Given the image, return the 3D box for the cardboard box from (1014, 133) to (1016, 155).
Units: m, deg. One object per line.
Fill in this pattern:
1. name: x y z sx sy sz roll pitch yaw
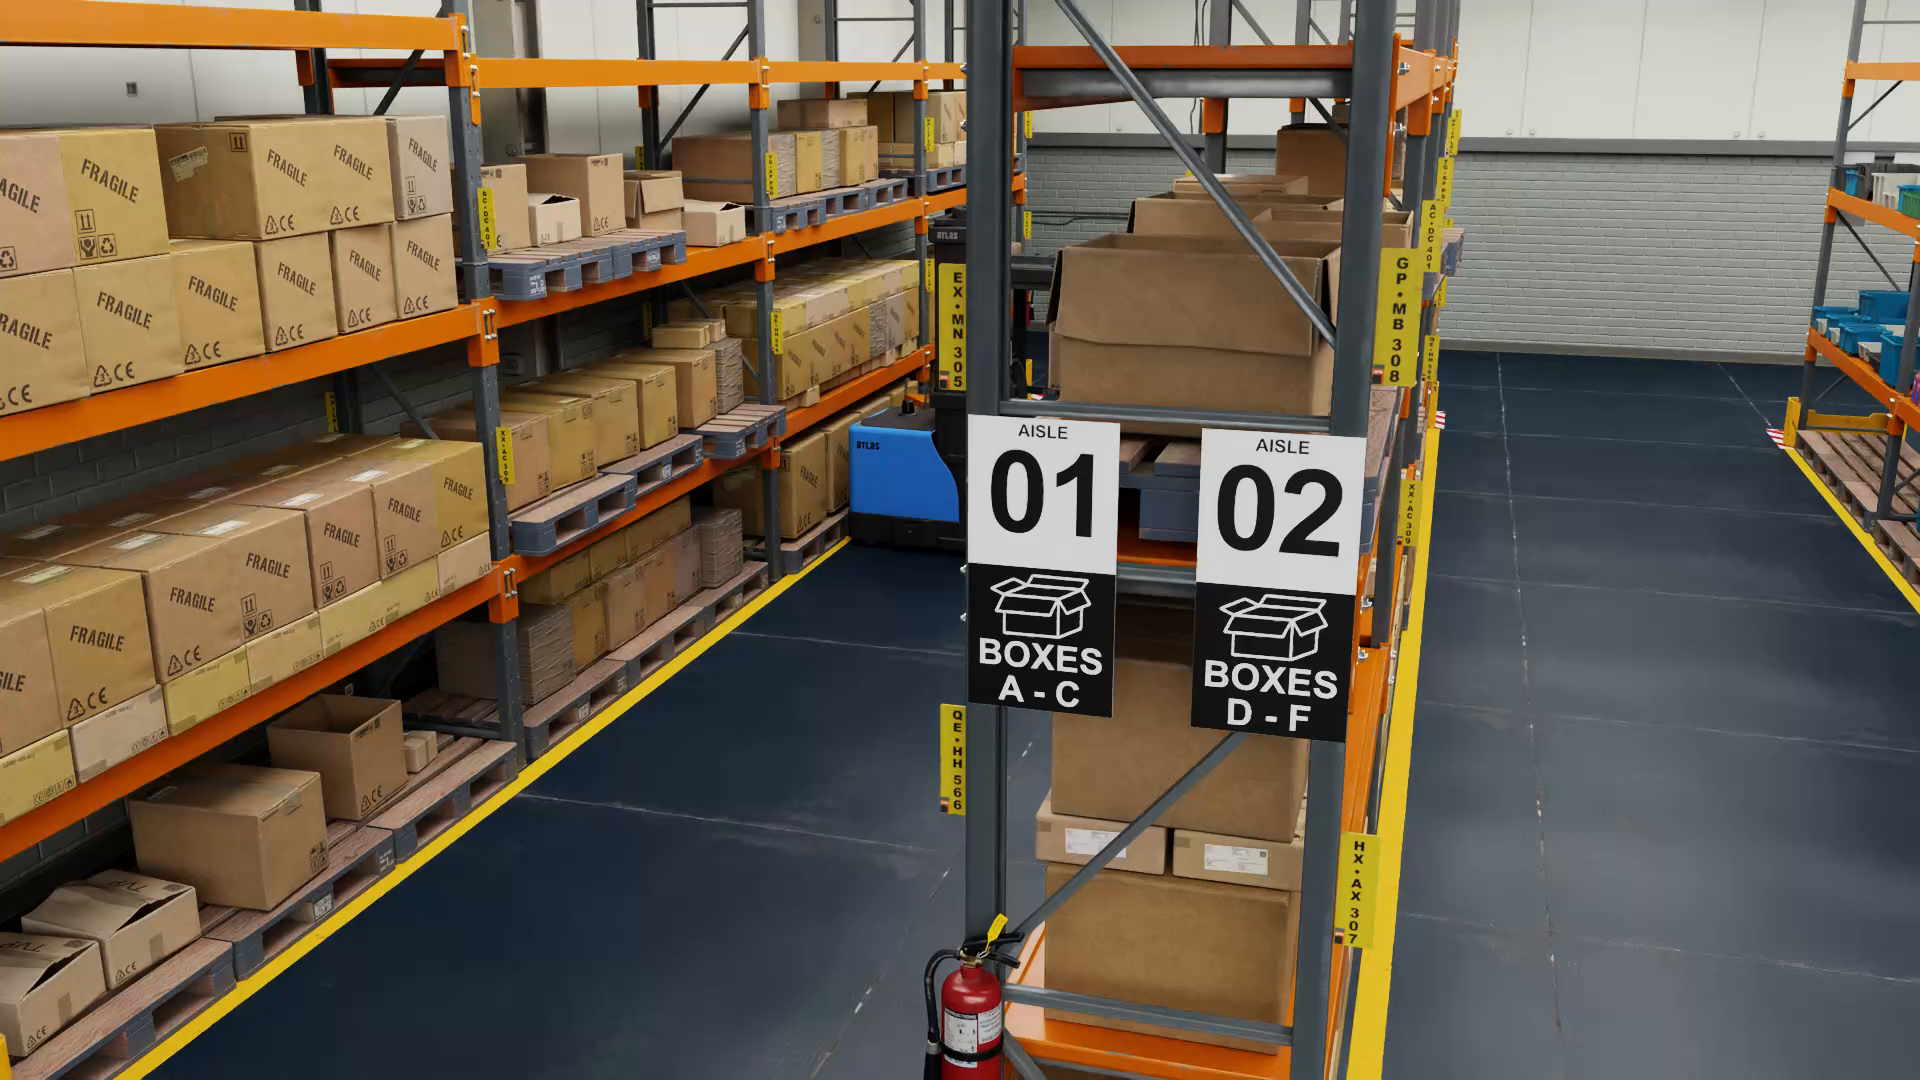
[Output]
1. cardboard box: 0.353 -4.649 19.547 0.500 0.250 0.500 5 17 18

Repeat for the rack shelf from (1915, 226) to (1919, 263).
1. rack shelf: 8.101 -1.999 12.201 1.077 0.370 4.000 5 16 16

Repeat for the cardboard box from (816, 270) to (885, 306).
1. cardboard box: -1.017 -2.346 15.466 0.500 0.250 0.500 5 17 17

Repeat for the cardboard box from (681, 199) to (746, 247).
1. cardboard box: -1.912 -2.347 12.238 0.500 0.311 0.500 5 16 16

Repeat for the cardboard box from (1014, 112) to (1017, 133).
1. cardboard box: 0.361 -5.009 19.443 0.500 0.500 0.500 5 16 16

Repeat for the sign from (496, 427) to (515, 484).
1. sign: -2.581 -0.477 9.427 0.100 0.325 0.005 5 16 16

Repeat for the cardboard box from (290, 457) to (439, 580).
1. cardboard box: -3.077 -0.120 8.619 0.500 0.500 0.500 5 16 16

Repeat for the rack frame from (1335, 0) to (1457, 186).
1. rack frame: 3.921 -4.696 14.896 1.000 3.000 0.127 5 16 16

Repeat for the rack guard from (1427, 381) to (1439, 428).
1. rack guard: 5.036 -1.634 19.675 1.175 0.500 0.348 5 16 16

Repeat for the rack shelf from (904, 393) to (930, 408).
1. rack shelf: -0.324 -1.266 15.619 0.258 0.148 0.480 -1 15 -25

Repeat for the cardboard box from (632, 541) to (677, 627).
1. cardboard box: -2.493 0.294 12.069 0.700 0.500 0.500 5 16 16

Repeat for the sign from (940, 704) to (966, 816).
1. sign: -0.006 0.613 4.617 0.100 0.325 0.005 5 16 16

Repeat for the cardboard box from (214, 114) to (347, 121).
1. cardboard box: -3.516 -1.976 8.750 0.500 0.500 0.500 5 17 17

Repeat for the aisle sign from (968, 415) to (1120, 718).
1. aisle sign: 0.210 0.073 4.311 0.394 0.787 0.004 5 16 16

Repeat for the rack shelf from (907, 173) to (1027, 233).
1. rack shelf: -0.261 -3.814 18.599 1.077 0.370 4.000 5 16 16

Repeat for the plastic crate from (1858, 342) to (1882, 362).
1. plastic crate: 8.876 -1.806 16.073 0.293 0.136 0.466 5 16 16

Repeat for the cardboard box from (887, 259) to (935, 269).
1. cardboard box: -0.447 -2.669 18.192 0.980 0.700 0.700 4 16 14

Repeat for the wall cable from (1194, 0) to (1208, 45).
1. wall cable: 4.851 -8.304 24.050 3.097 2.526 0.112 5 16 16

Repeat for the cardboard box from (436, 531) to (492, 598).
1. cardboard box: -2.947 0.110 9.184 0.500 0.250 0.500 5 16 16

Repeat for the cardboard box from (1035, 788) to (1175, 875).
1. cardboard box: 0.437 0.854 4.948 0.380 0.149 0.250 4 16 15

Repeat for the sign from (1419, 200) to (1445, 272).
1. sign: 2.180 -1.404 7.694 0.100 0.325 0.005 5 16 16

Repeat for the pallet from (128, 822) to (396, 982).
1. pallet: -3.605 1.740 8.309 1.003 0.211 1.213 5 16 16

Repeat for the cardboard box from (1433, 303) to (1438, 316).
1. cardboard box: 4.325 -2.441 15.922 0.500 0.500 0.500 5 17 17

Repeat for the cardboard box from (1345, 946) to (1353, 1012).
1. cardboard box: 1.446 1.804 7.242 0.500 0.250 0.500 5 16 16

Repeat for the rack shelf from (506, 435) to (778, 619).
1. rack shelf: -2.535 -0.278 11.629 1.077 0.370 4.000 5 16 16

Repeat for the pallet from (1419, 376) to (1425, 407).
1. pallet: 3.332 -1.181 13.846 1.003 0.211 1.213 5 16 16

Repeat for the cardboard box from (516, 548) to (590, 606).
1. cardboard box: -2.788 0.220 10.956 0.500 0.250 0.500 4 16 15

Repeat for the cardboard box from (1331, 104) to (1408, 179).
1. cardboard box: 2.914 -2.850 11.866 0.500 0.500 0.500 5 16 16

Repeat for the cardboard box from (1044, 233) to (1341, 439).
1. cardboard box: 0.678 -0.583 4.675 0.797 0.503 0.637 6 17 20

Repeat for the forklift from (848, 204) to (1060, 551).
1. forklift: 0.590 -1.351 14.222 3.031 2.935 1.130 6 17 19

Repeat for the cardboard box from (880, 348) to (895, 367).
1. cardboard box: -0.839 -1.766 15.982 0.380 0.149 0.250 5 16 16

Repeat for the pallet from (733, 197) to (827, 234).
1. pallet: -1.834 -2.672 13.601 1.213 0.211 1.003 5 17 18

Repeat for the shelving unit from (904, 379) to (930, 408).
1. shelving unit: -0.359 -0.885 15.711 0.258 1.200 0.503 -1 15 -25

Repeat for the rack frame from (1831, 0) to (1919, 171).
1. rack frame: 9.806 -5.358 17.228 1.000 3.000 0.127 5 16 16

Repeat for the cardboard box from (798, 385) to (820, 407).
1. cardboard box: -1.414 -1.232 14.100 0.380 0.149 0.250 5 17 18

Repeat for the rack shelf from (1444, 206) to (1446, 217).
1. rack shelf: 4.489 -3.430 17.248 1.077 0.370 4.000 5 16 16

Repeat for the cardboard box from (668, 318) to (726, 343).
1. cardboard box: -2.036 -1.626 12.887 0.380 0.149 0.250 2 16 9

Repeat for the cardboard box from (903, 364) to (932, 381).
1. cardboard box: -0.528 -1.877 18.573 0.380 0.149 0.250 4 16 14

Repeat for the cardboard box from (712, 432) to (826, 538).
1. cardboard box: -1.632 -0.497 14.254 0.750 0.750 0.750 4 16 15

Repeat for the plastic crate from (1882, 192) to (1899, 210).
1. plastic crate: 8.665 -3.104 15.261 0.293 0.136 0.466 5 16 16

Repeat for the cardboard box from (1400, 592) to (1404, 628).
1. cardboard box: 2.868 0.514 11.791 0.500 0.250 0.500 5 17 17

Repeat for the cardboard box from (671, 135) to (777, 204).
1. cardboard box: -1.886 -2.979 13.347 0.700 0.500 0.500 3 16 12

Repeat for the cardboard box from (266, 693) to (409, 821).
1. cardboard box: -3.360 1.165 8.999 0.500 0.500 0.500 3 16 12

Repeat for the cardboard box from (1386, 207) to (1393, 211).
1. cardboard box: 2.249 -1.786 9.636 0.500 0.250 0.500 3 16 11

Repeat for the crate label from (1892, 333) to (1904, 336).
1. crate label: 9.596 -1.997 16.745 0.396 0.136 0.243 5 16 16

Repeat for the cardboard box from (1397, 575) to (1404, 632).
1. cardboard box: 2.730 0.380 11.235 0.500 0.311 0.500 4 16 15

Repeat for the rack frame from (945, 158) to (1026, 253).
1. rack frame: 0.307 -3.240 20.755 1.000 3.000 0.127 5 16 16

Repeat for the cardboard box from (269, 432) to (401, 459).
1. cardboard box: -3.437 -0.292 9.225 0.500 0.500 0.500 4 16 15

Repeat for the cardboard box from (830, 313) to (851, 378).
1. cardboard box: -1.283 -1.721 14.635 0.500 0.500 0.500 5 16 16

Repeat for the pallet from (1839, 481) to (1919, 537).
1. pallet: 8.841 -0.279 15.426 1.003 0.211 1.213 5 16 16

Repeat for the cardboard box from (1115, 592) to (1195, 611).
1. cardboard box: 0.815 0.384 5.418 0.700 0.500 0.500 4 16 14
